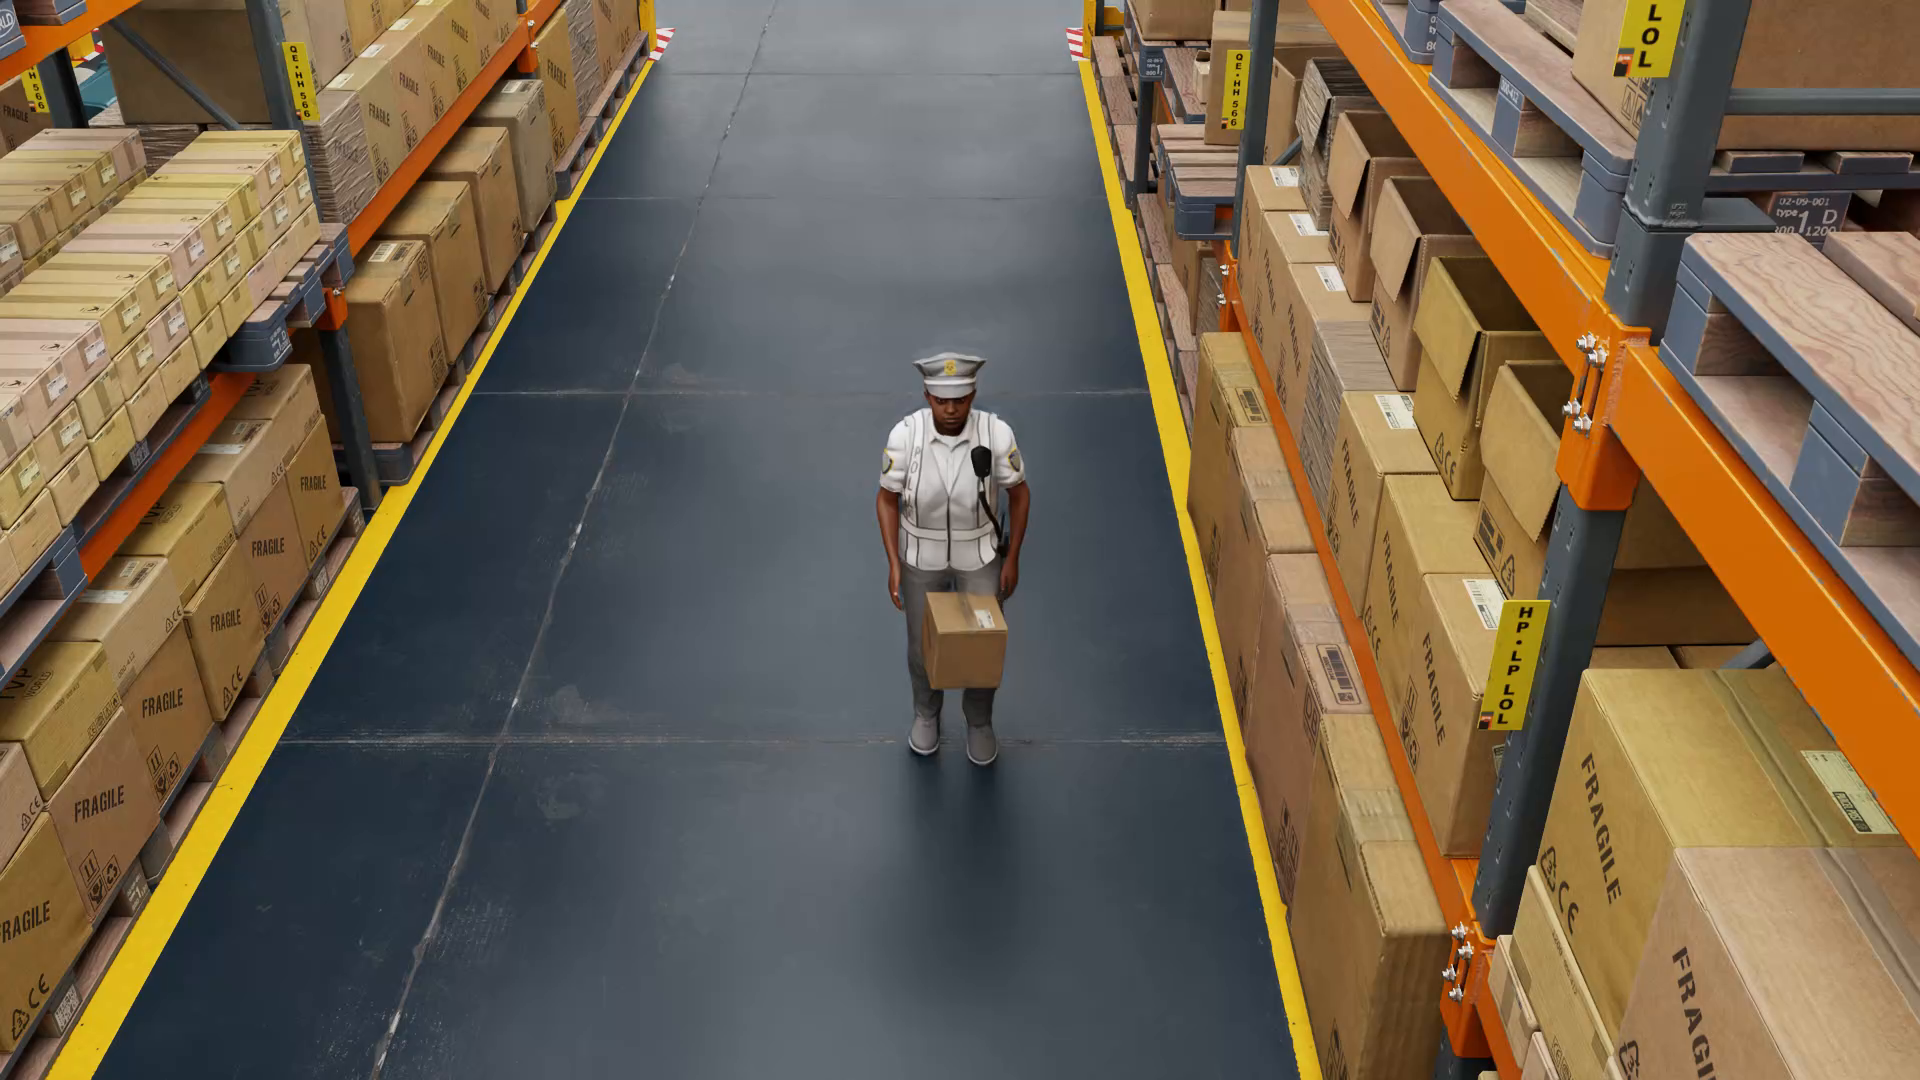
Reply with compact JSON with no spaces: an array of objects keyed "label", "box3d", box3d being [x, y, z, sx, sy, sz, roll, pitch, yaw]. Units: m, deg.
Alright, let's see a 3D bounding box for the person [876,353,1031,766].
[{"label":"person","box3d":[-0.025,0.084,5.980,0.549,1.682,0.446,1,32,1]}]
